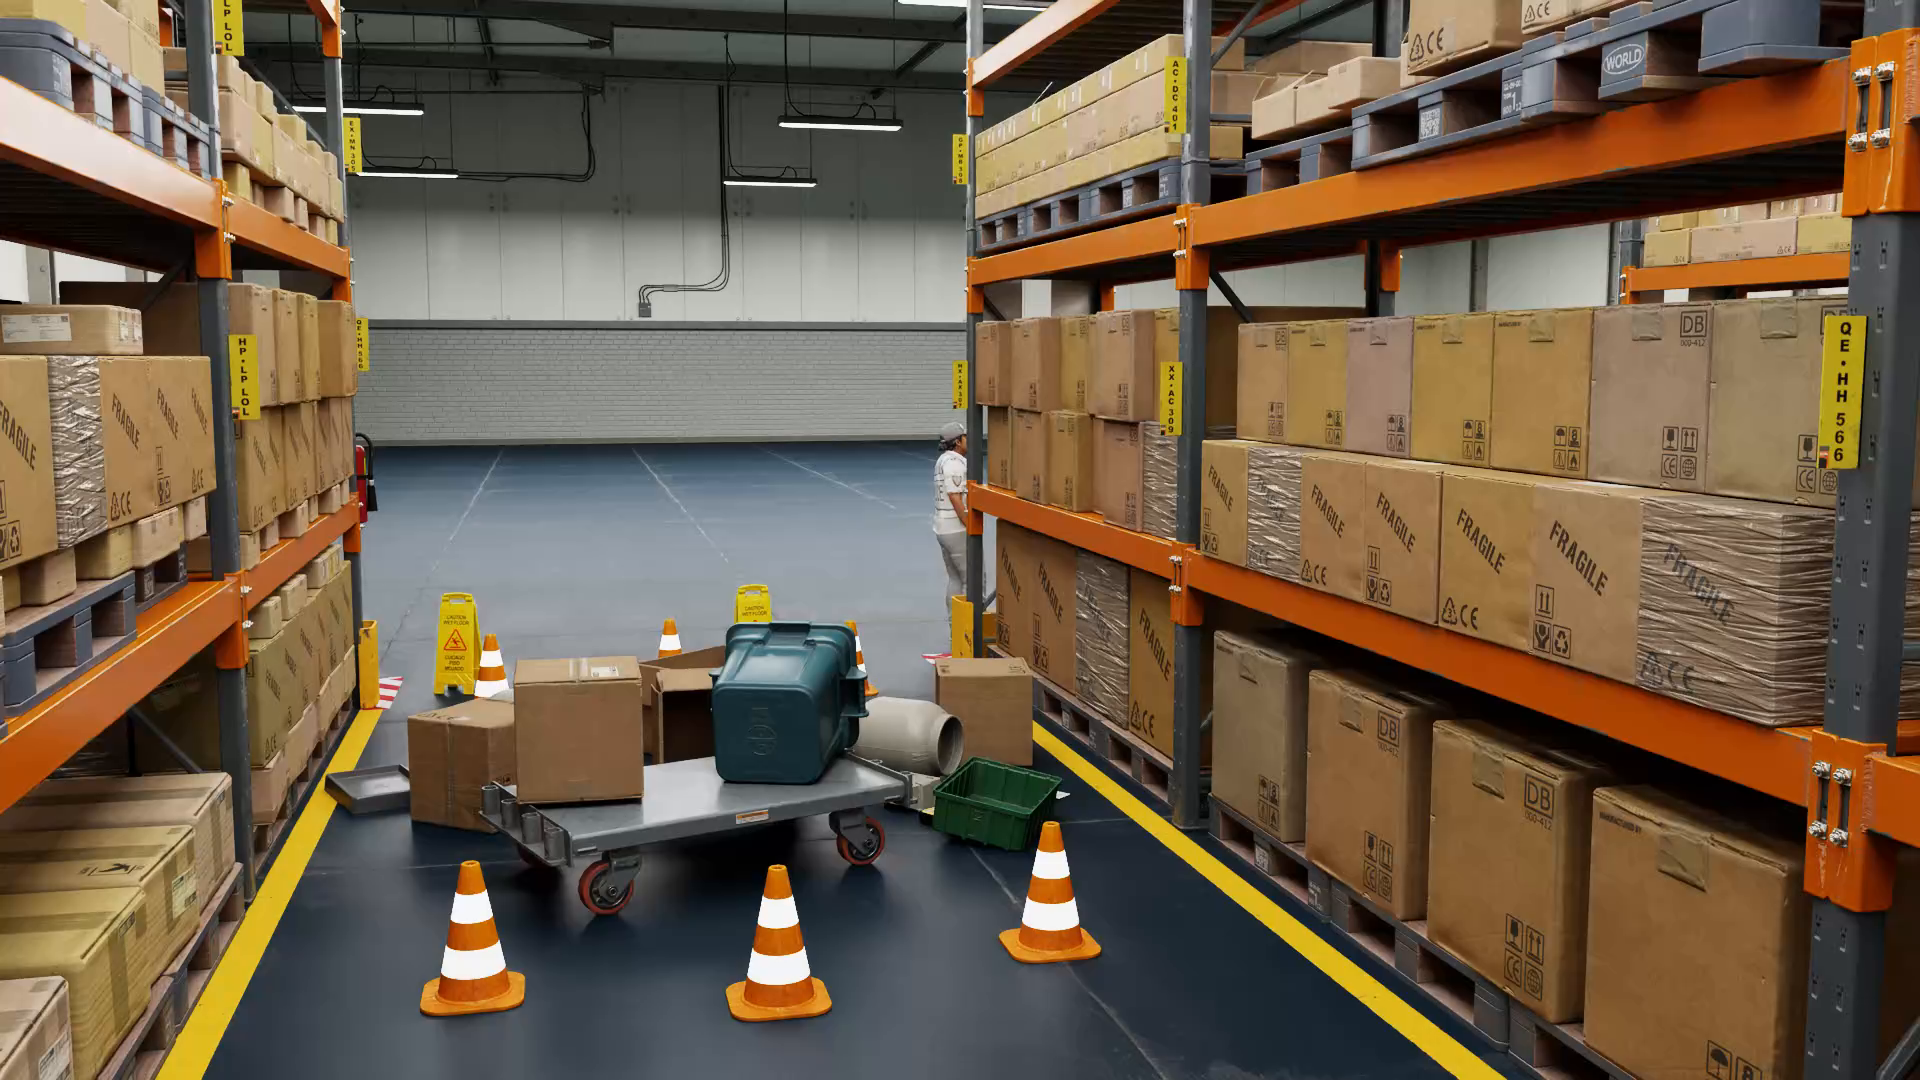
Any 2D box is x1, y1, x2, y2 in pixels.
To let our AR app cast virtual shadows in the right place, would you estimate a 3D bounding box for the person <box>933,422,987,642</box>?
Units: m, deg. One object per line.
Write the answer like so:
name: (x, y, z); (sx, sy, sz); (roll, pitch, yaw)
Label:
person: (0.076, -0.046, 12.493); (0.529, 1.670, 0.597); (-1, 6, -12)
